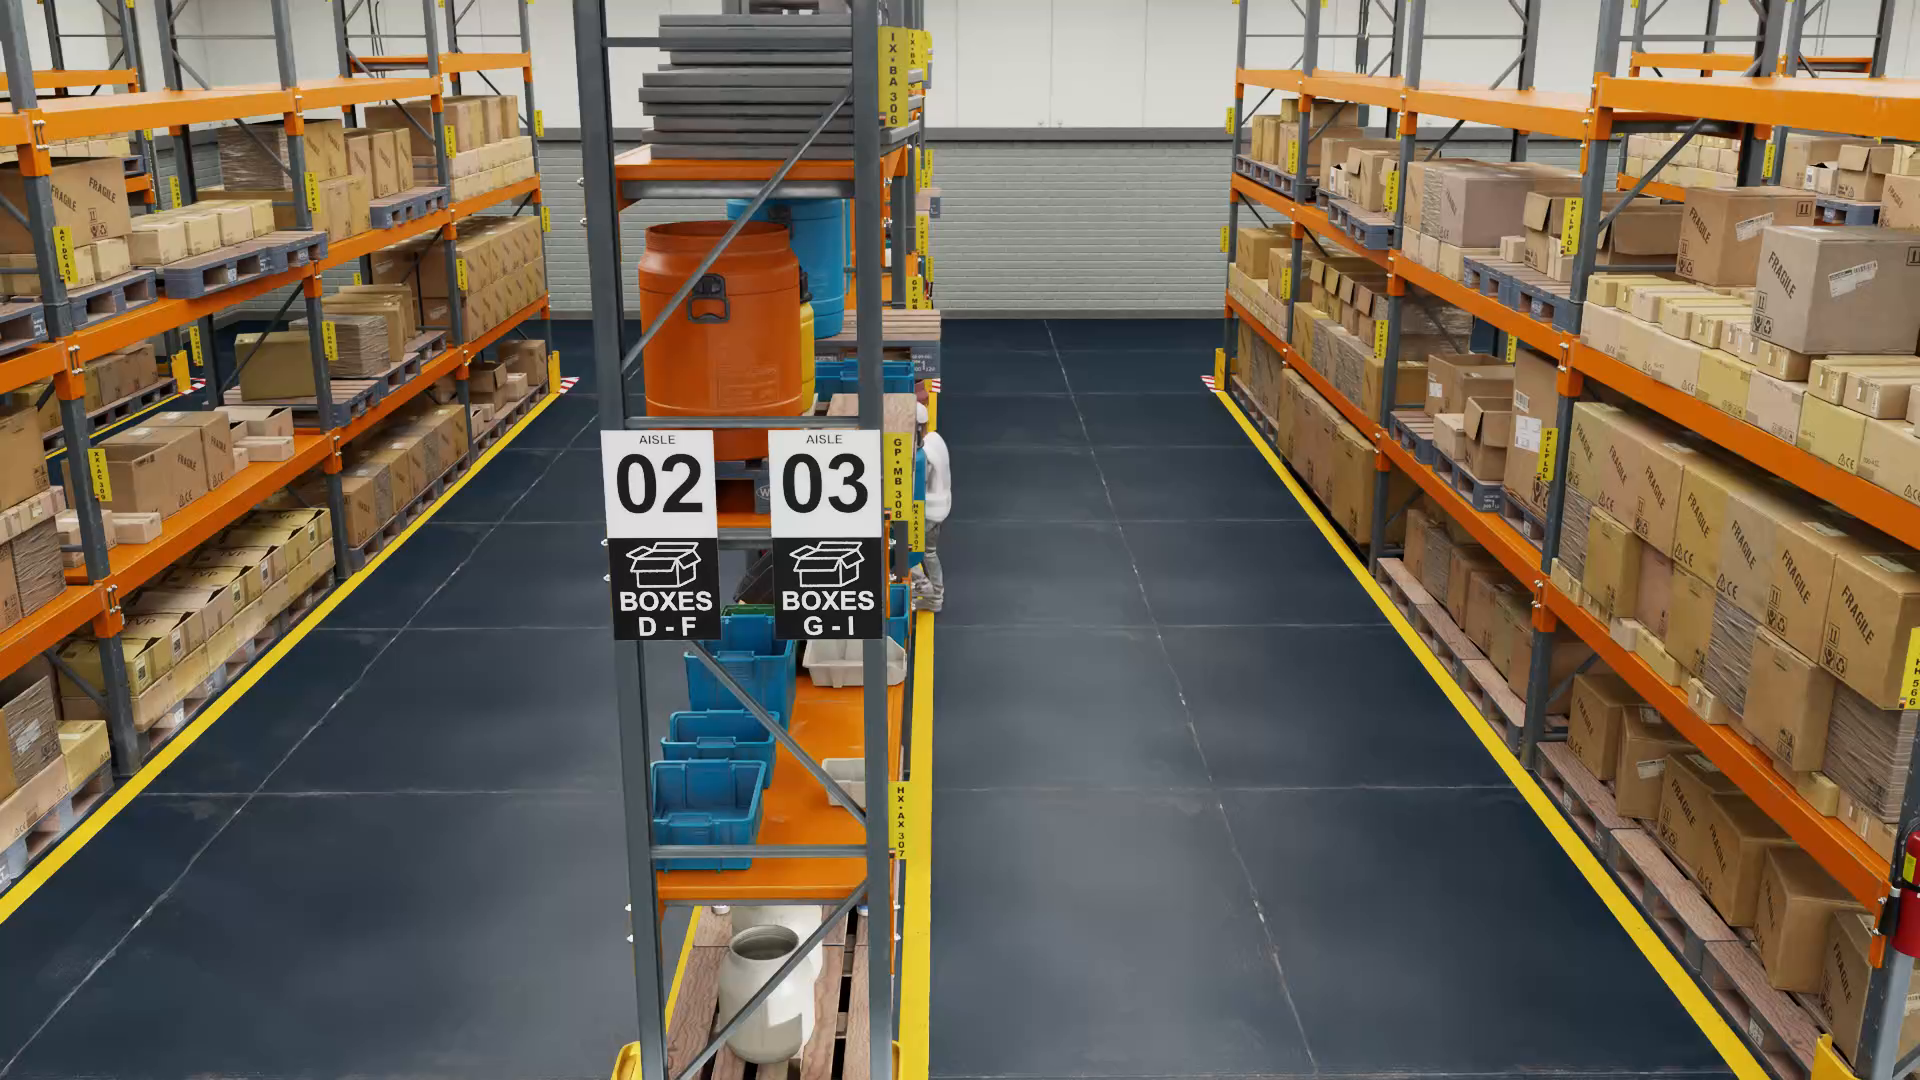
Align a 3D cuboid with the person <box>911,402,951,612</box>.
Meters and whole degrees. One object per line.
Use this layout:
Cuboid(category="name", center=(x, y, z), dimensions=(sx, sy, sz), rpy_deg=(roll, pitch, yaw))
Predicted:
Cuboid(category="person", center=(-0.340, -0.231, 13.277), dimensions=(0.520, 1.777, 0.581), rpy_deg=(4, 17, 14))
